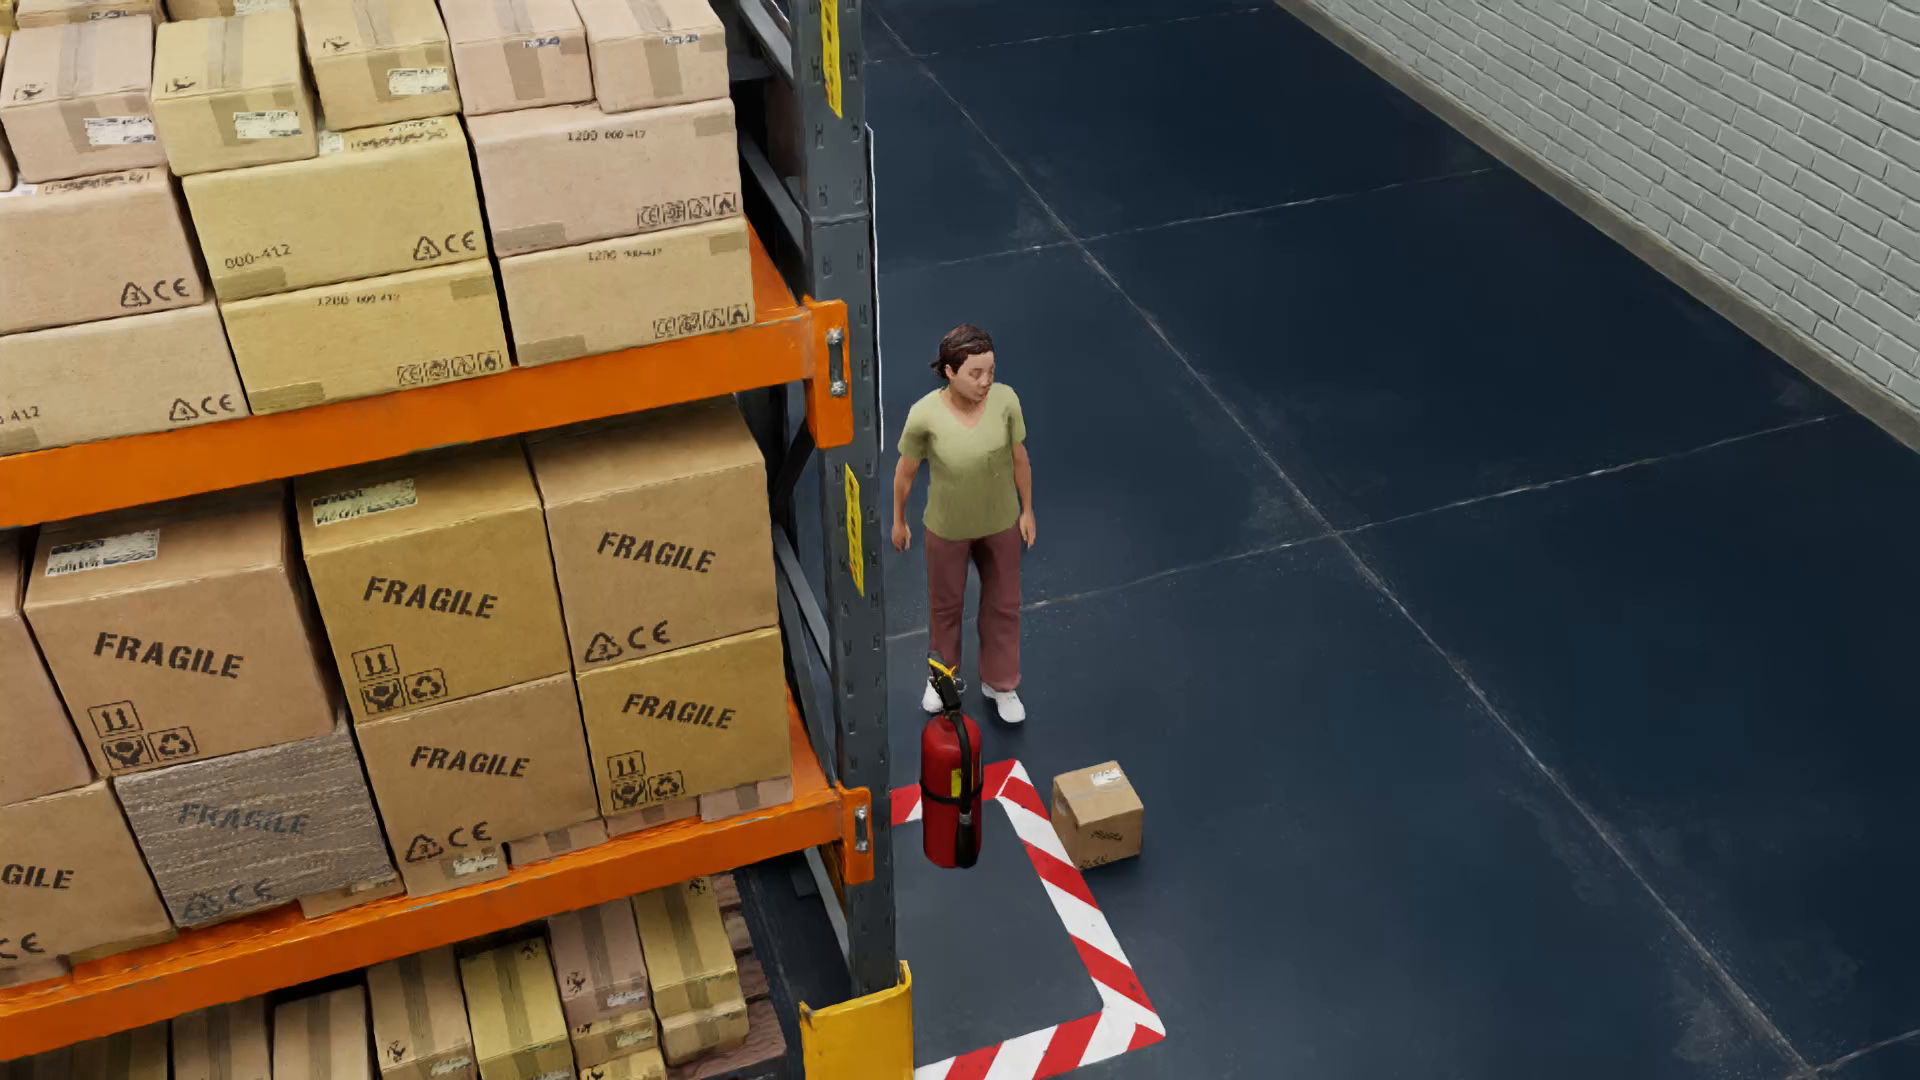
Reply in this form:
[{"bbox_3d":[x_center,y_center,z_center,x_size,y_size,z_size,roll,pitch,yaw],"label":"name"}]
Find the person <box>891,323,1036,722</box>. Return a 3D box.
[{"bbox_3d":[0.032,-0.021,6.148,0.540,1.677,0.456,-8,39,-10],"label":"person"}]
